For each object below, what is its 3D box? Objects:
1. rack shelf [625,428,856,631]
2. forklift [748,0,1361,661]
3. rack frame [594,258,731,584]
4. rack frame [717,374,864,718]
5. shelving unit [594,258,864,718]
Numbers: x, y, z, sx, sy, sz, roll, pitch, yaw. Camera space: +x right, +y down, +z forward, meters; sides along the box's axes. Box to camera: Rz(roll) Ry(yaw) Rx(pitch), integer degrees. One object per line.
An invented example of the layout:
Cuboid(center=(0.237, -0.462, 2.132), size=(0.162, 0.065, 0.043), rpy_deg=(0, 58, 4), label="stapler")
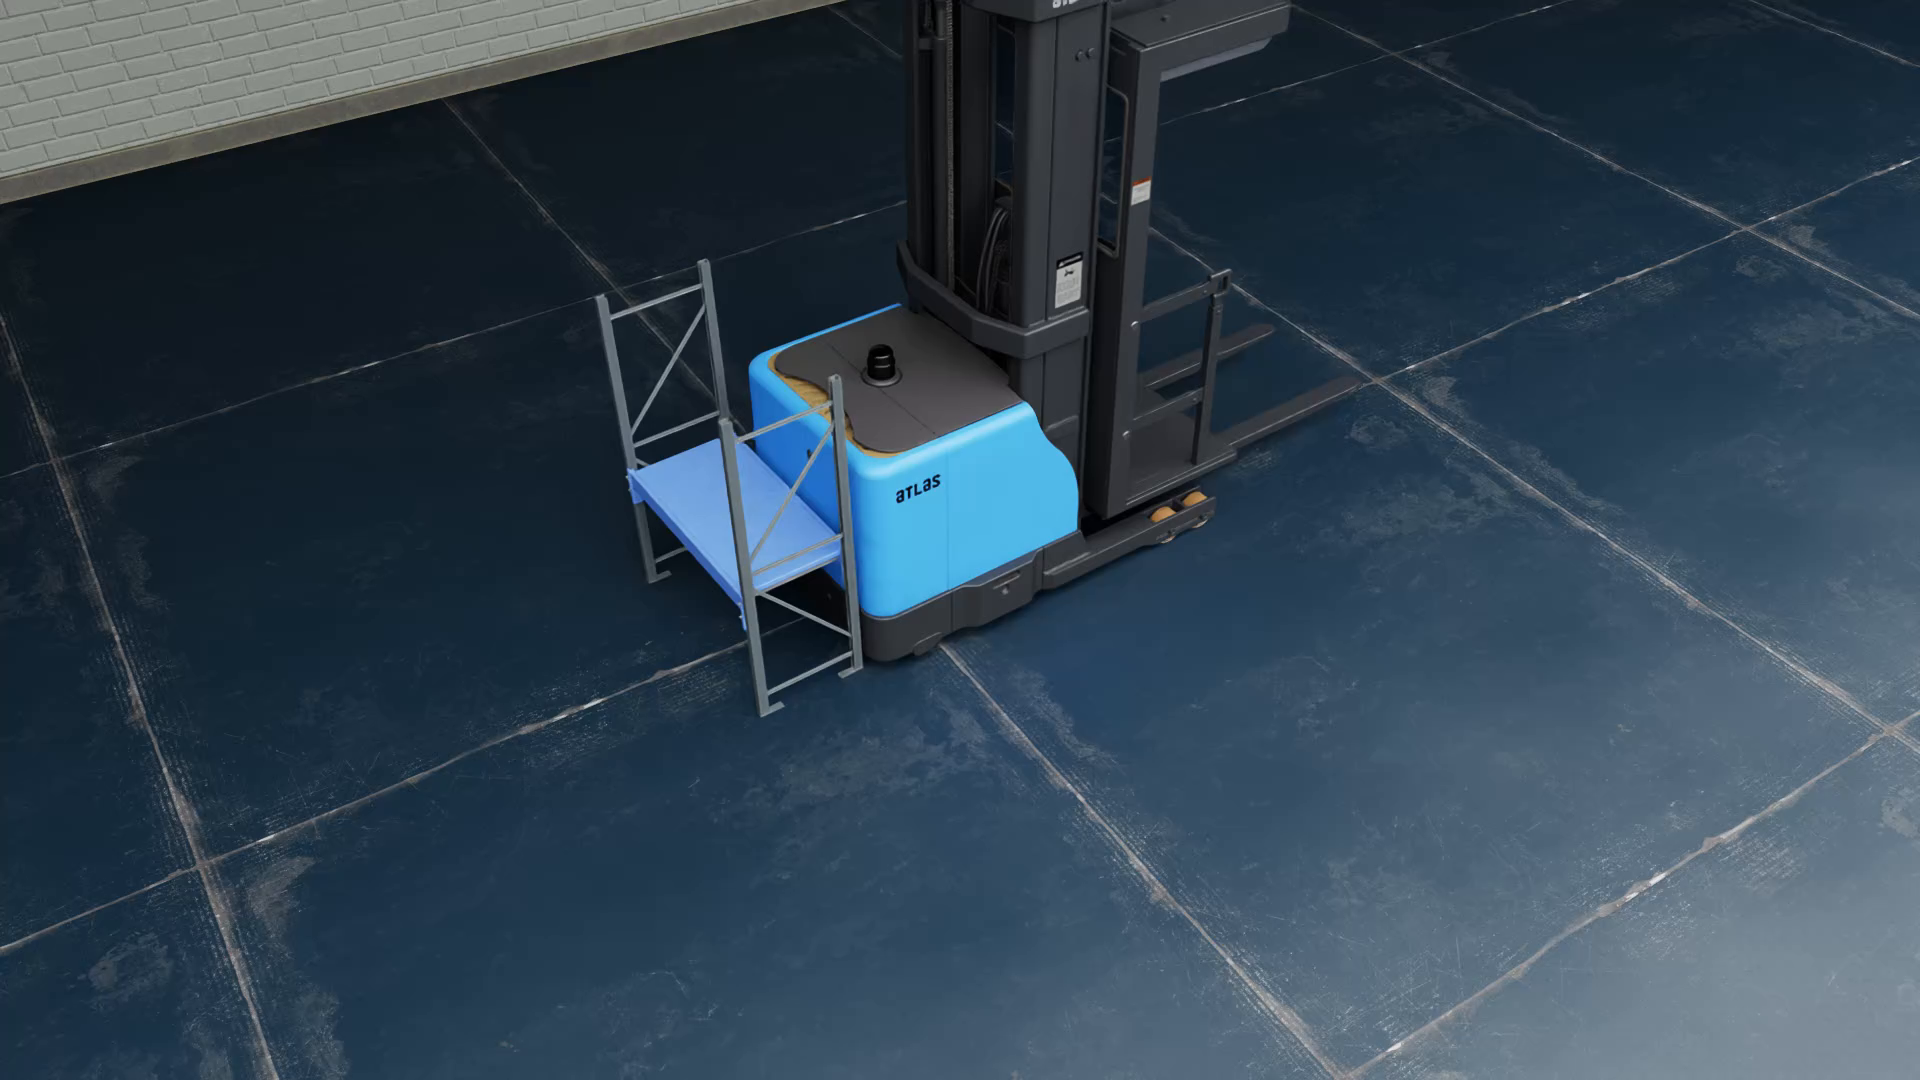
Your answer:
Cuboid(center=(-0.924, -0.069, 6.934), size=(0.538, 0.185, 1.000), rpy_deg=(-25, 46, -25), label="rack shelf")
Cuboid(center=(0.589, -1.365, 7.099), size=(3.031, 2.935, 1.130), rpy_deg=(-24, 46, -26), label="forklift")
Cuboid(center=(-1.217, -0.473, 7.138), size=(0.500, 1.500, 0.032), rpy_deg=(-25, 46, -25), label="rack frame")
Cuboid(center=(-0.637, 0.061, 6.496), size=(0.500, 1.500, 0.032), rpy_deg=(-25, 46, -25), label="rack frame")
Cuboid(center=(-0.927, -0.206, 6.817), size=(0.538, 1.500, 1.048), rpy_deg=(-25, 46, -25), label="shelving unit")
